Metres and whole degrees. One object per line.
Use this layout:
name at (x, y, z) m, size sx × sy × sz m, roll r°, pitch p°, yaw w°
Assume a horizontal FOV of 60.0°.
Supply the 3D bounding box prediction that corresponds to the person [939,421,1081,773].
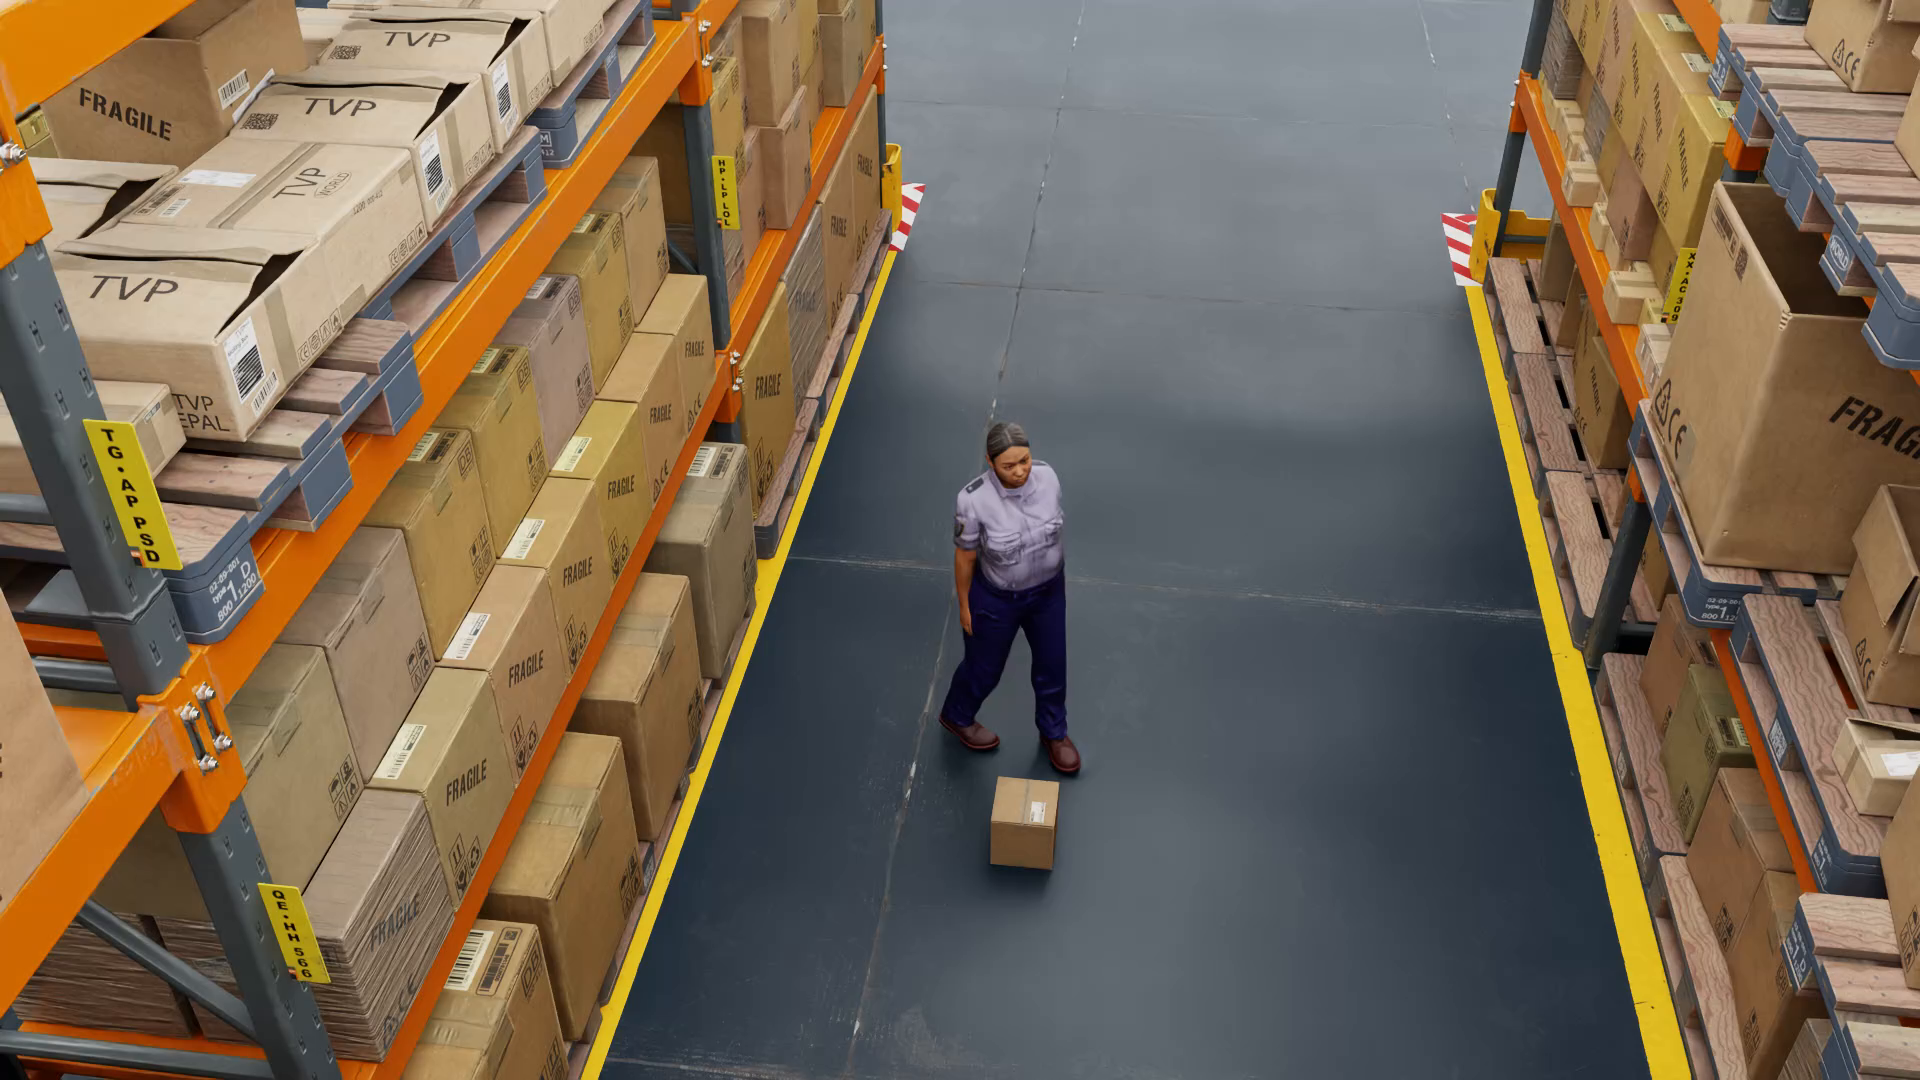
person at (0.234, 0.233, 6.723) m, size 0.483 × 1.642 × 0.574 m, roll -18°, pitch 40°, yaw -23°
